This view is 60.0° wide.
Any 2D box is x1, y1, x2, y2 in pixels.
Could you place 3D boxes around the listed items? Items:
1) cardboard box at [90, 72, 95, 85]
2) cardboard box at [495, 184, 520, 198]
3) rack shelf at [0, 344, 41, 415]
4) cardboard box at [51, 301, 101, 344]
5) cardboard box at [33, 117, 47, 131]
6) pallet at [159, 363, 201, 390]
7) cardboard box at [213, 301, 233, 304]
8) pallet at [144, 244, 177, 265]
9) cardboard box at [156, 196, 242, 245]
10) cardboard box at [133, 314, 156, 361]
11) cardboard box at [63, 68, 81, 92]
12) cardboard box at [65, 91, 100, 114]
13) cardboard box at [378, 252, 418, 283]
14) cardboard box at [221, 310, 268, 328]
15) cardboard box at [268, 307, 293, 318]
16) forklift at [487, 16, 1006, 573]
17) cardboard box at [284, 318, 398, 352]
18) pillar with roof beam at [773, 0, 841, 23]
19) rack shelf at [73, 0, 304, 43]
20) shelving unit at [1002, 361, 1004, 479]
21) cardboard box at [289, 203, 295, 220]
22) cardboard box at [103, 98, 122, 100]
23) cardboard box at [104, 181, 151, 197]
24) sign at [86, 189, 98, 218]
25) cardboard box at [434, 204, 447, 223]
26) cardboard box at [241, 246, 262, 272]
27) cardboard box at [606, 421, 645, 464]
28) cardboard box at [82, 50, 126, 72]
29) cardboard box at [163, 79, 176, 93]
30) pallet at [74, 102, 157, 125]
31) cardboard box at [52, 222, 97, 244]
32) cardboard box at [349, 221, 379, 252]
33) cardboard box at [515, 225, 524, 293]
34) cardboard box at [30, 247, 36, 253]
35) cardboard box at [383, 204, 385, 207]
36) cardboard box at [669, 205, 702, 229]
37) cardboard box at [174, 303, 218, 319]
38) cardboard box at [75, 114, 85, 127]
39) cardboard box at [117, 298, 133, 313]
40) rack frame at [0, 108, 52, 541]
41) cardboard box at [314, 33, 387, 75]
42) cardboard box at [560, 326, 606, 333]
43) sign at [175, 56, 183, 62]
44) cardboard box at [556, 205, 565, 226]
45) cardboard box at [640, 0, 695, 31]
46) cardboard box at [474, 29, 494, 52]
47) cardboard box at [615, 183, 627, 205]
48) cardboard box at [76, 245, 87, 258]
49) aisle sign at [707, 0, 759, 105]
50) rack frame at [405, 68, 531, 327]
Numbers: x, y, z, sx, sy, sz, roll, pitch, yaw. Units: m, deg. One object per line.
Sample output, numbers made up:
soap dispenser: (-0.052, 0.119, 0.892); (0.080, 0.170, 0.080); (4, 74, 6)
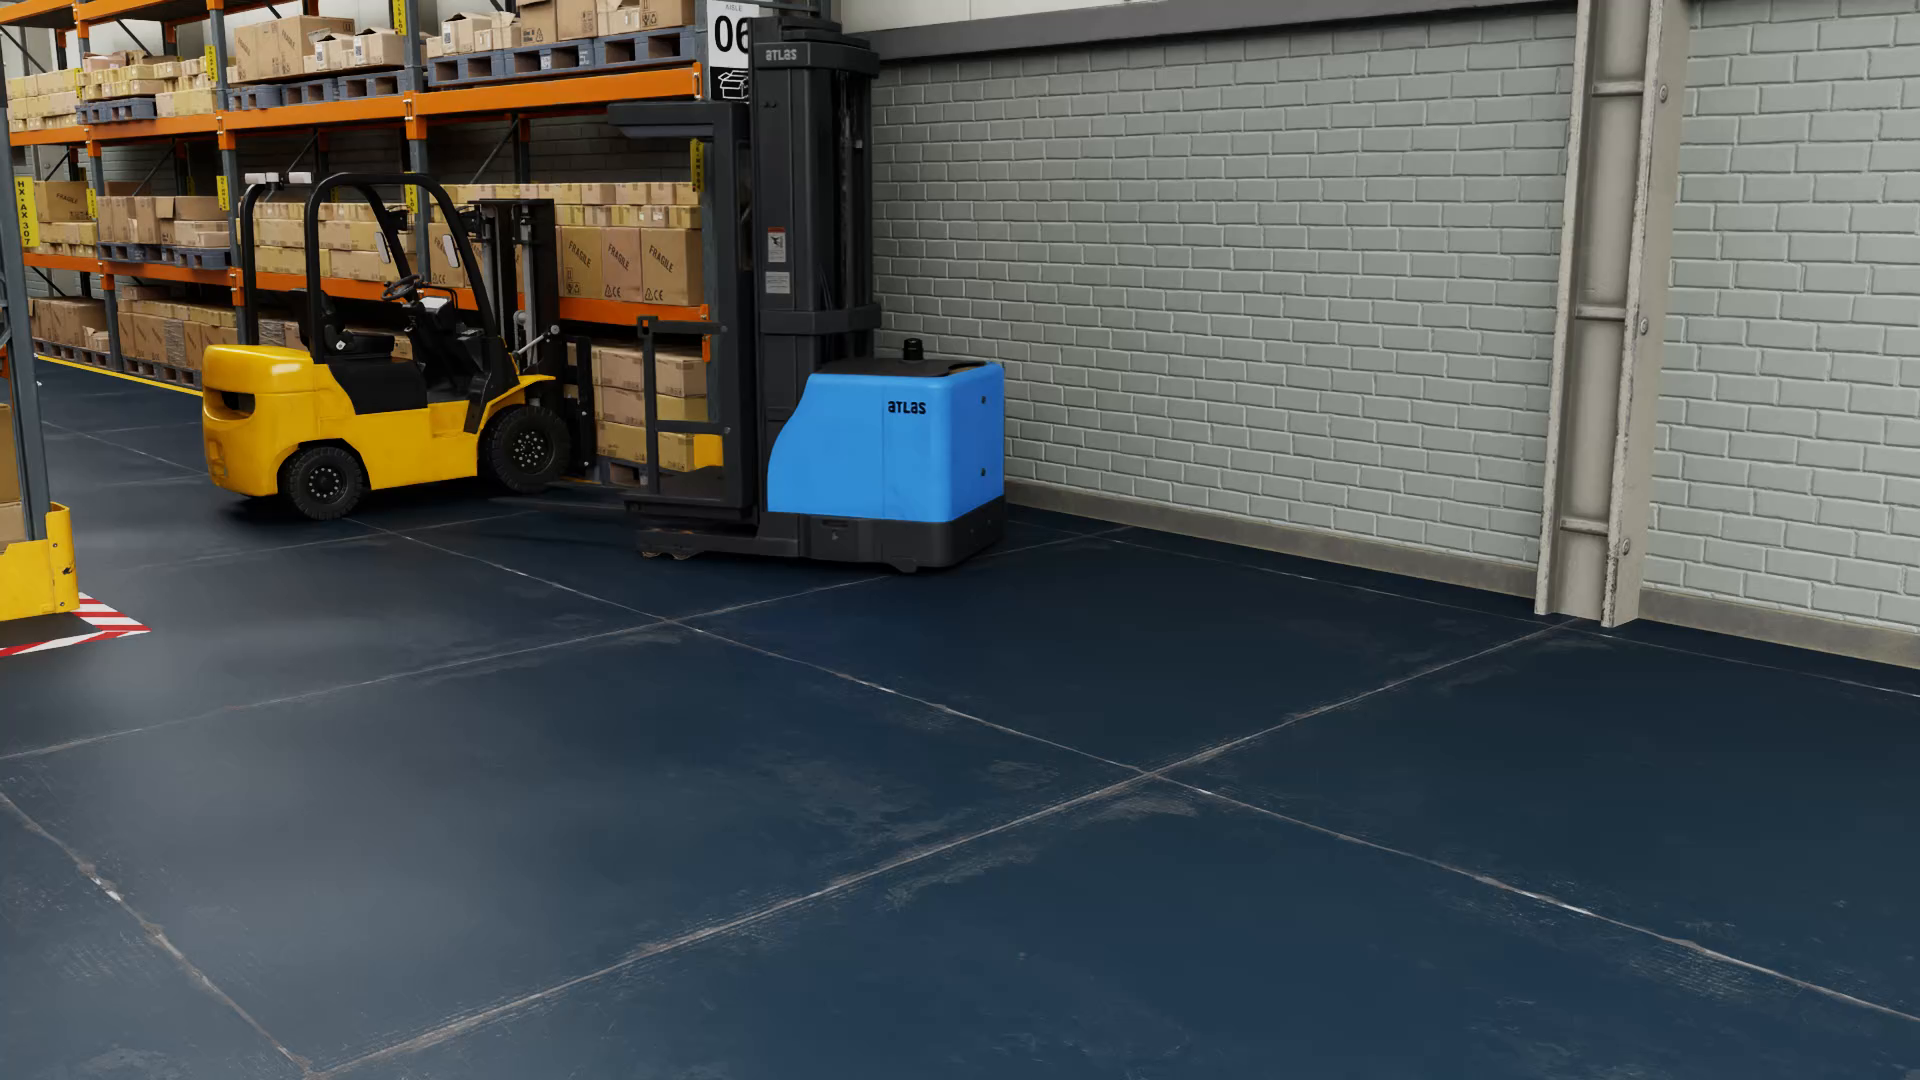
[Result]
cardboard box: (-9.411, -5.115, 18.471); (0.380, 0.149, 0.250); (-11, 16, -42)
cardboard box: (-3.275, -2.612, 12.564); (0.380, 0.149, 0.250); (-11, 16, -43)
rack shelf: (-6.218, -0.999, 9.108); (1.077, 0.370, 4.000); (-11, 16, -43)
cardboard box: (-11.089, -2.744, 20.951); (0.500, 0.500, 0.500); (-11, 16, -42)
cardboard box: (-11.082, -5.081, 20.328); (0.380, 0.149, 0.250); (-10, 16, -41)
pallet: (-8.100, -1.845, 18.346); (1.003, 0.211, 1.213); (-11, 16, -43)
cardboard box: (-8.149, -2.605, 18.670); (0.380, 0.149, 0.250); (-11, 16, -42)
pallet: (-8.120, -3.108, 18.040); (1.003, 0.211, 1.213); (-11, 16, -43)
cardboard box: (-8.035, -3.388, 17.624); (0.637, 0.503, 0.797); (11, 16, 44)
cardboard box: (-8.990, -2.306, 18.824); (0.500, 0.500, 0.500); (-11, 16, -43)
cardboard box: (-10.059, -5.329, 19.306); (0.500, 0.250, 0.500); (-11, 16, -42)
cardboard box: (-10.050, -5.080, 19.334); (0.500, 0.250, 0.500); (-11, 16, -42)
cardboard box: (-4.548, -2.299, 14.008); (0.500, 0.250, 0.500); (-10, 16, -41)
cardboard box: (-7.298, -2.255, 16.969); (0.250, 0.149, 0.380); (11, 16, 42)
cardboard box: (-7.072, -2.380, 17.577); (0.380, 0.149, 0.250); (-10, 15, -41)
forklift: (-1.306, -1.417, 9.527); (3.031, 2.935, 1.130); (4, 12, 20)
cardboard box: (-5.896, -1.774, 15.935); (0.875, 0.625, 0.625); (-10, 15, -41)
pillar with roof beam: (-4.191, -4.317, 8.565); (9.100, 9.000, 0.400); (-11, 16, -43)
rack shelf: (-8.155, -5.601, 17.570); (1.077, 0.370, 4.000); (-11, 16, -43)
shelving unit: (0.105, -0.534, 9.900); (0.252, 1.050, 0.215); (5, 13, 24)
cardboard box: (-6.000, -3.056, 15.458); (0.380, 0.149, 0.250); (-11, 16, -42)
cardboard box: (-9.218, -4.939, 18.349); (0.380, 0.149, 0.250); (-11, 16, -42)
cardboard box: (-10.372, -4.197, 20.624); (0.500, 0.500, 0.500); (11, 16, 44)
sign: (-9.923, -3.850, 19.020); (0.100, 0.325, 0.005); (-11, 16, -43)
cardboard box: (-3.981, -2.619, 13.333); (0.380, 0.149, 0.250); (-11, 16, -43)
cardboard box: (-6.644, -2.747, 16.181); (0.500, 0.250, 0.500); (-11, 16, -42)
cardboard box: (-2.138, -0.709, 11.692); (0.500, 0.250, 0.500); (-11, 16, -43)
cardboard box: (-9.580, -5.359, 18.628); (0.396, 0.266, 0.258); (-11, 16, -43)
cardboard box: (-8.062, -4.720, 17.336); (0.380, 0.149, 0.250); (-10, 15, -41)
pallet: (-9.136, -4.775, 18.686); (1.213, 0.211, 1.003); (-11, 16, -43)
cardboard box: (-10.756, -3.761, 20.367); (0.500, 0.250, 0.500); (-11, 16, -43)
cardboard box: (-4.896, -2.617, 14.312); (0.500, 0.250, 0.500); (11, 16, 44)
cardboard box: (-3.171, -2.136, 12.596); (0.500, 0.500, 0.500); (-11, 16, -43)
cardboard box: (-11.724, -3.768, 21.388); (0.380, 0.149, 0.250); (-10, 15, -41)
cardboard box: (-4.730, -2.799, 14.208); (0.380, 0.149, 0.250); (-11, 16, -43)
cardboard box: (-1.691, -2.130, 10.959); (0.380, 0.149, 0.250); (-11, 16, -42)
cardboard box: (-8.326, -2.495, 18.136); (0.380, 0.149, 0.250); (-11, 16, -42)
cardboard box: (-9.998, -4.860, 19.257); (0.380, 0.149, 0.250); (-11, 16, -43)
cardboard box: (-9.481, -2.712, 19.190); (0.380, 0.149, 0.250); (-10, 15, -40)
rack frame: (-4.836, -1.059, 7.619); (1.000, 3.000, 0.127); (-11, 16, -43)
cardboard box: (-5.217, -4.199, 14.358); (0.500, 0.311, 0.500); (11, 16, 43)
cardboard box: (-3.171, -1.567, 13.380); (0.500, 0.250, 0.500); (-11, 16, -43)
sign: (-9.137, -5.496, 19.463); (0.100, 0.325, 0.005); (-11, 16, -43)
cardboard box: (-2.702, -2.362, 12.089); (0.380, 0.149, 0.250); (-11, 16, -43)
cardboard box: (-1.731, -3.555, 10.762); (0.500, 0.500, 0.500); (-10, 15, -41)
cardboard box: (-3.390, -3.716, 12.415); (0.380, 0.149, 0.250); (-10, 15, -41)
cardboard box: (-2.160, -2.399, 11.532); (0.380, 0.149, 0.250); (-11, 16, -42)
cardboard box: (-10.331, -3.461, 19.897); (0.380, 0.149, 0.250); (-10, 16, -41)
aisle sign: (-1.416, -2.974, 10.471); (0.394, 0.787, 0.004); (-11, 16, -43)
rack frame: (-4.011, -2.335, 13.812); (1.000, 3.000, 0.127); (-11, 16, -43)
